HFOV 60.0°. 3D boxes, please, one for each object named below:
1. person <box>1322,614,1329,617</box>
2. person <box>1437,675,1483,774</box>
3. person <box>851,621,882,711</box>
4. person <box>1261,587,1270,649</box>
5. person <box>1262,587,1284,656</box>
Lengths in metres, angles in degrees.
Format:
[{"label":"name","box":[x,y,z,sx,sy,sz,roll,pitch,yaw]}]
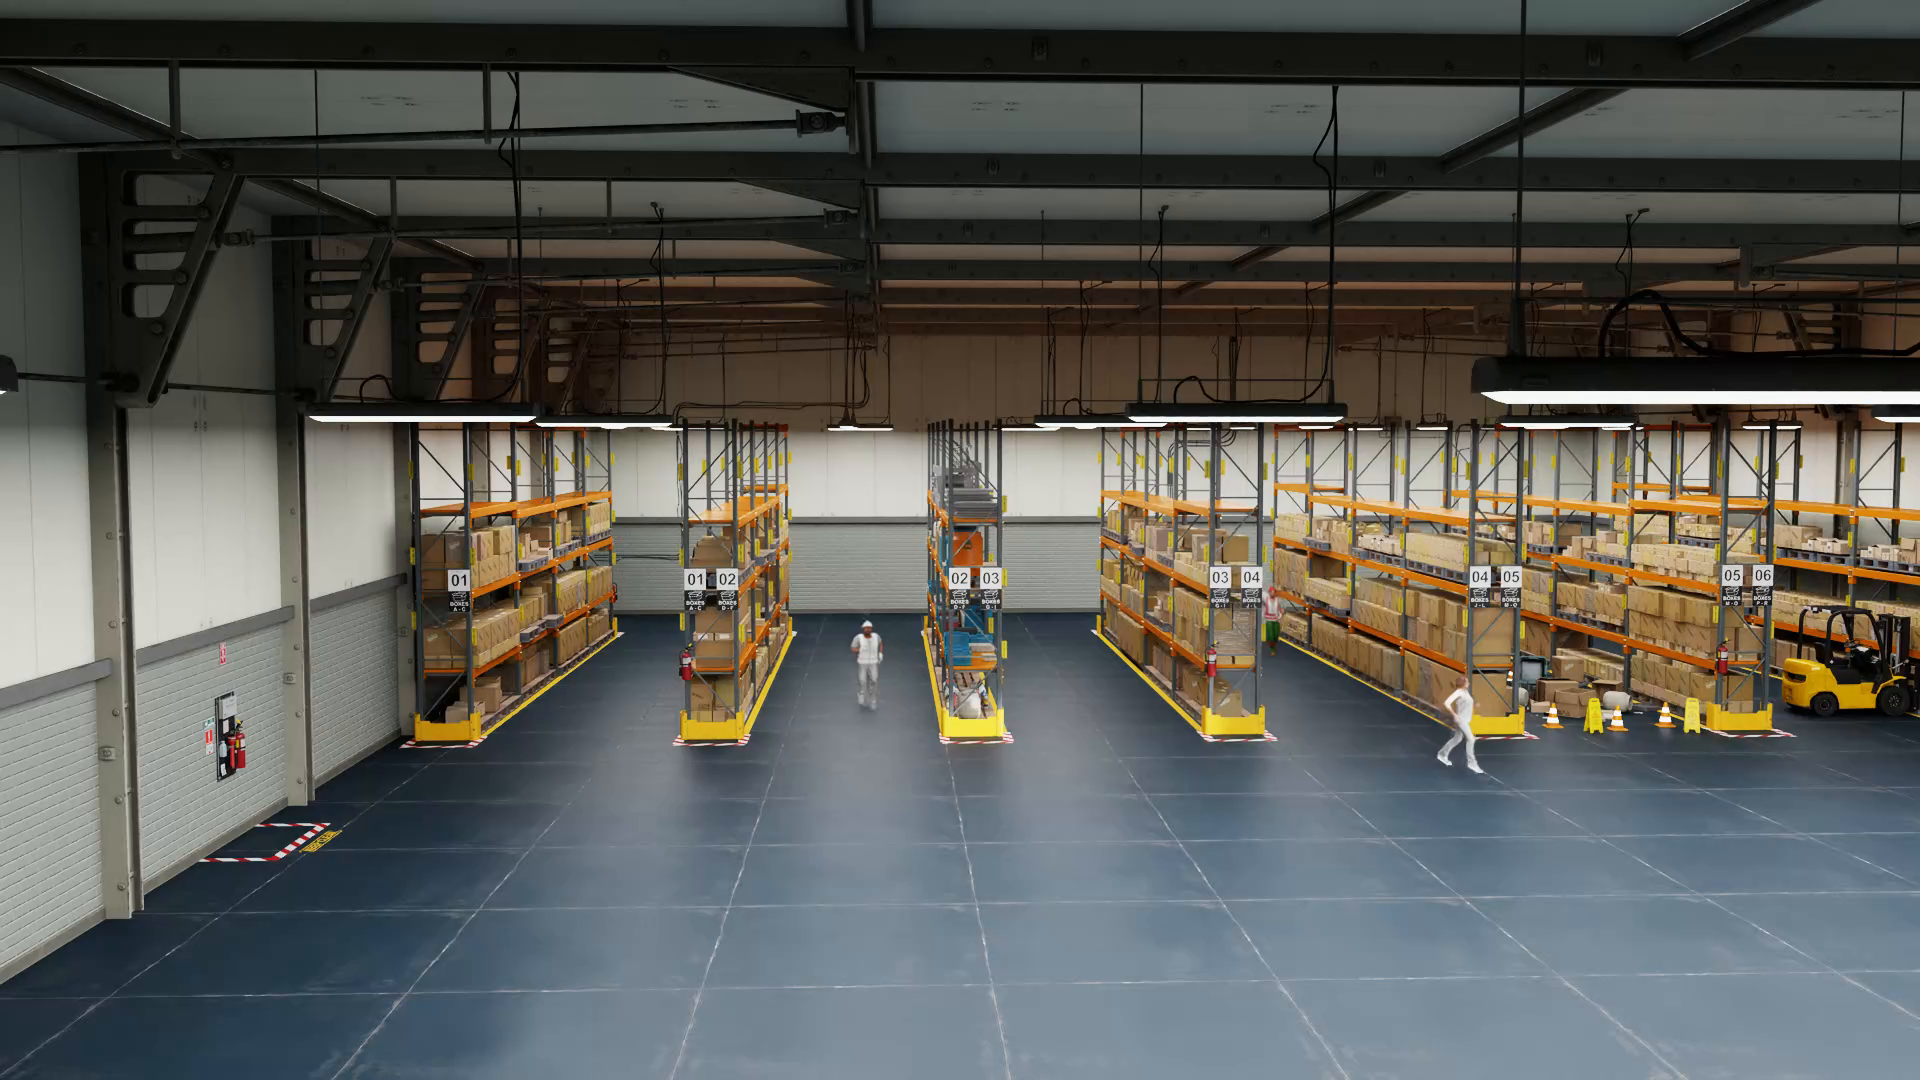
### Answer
[{"label":"person","box":[10.602,1.761,48.396,0.682,1.800,0.714,-2,4,-32]},{"label":"person","box":[8.487,3.102,28.172,0.790,1.626,0.519,2,4,28]},{"label":"person","box":[-1.942,2.589,34.626,0.704,1.812,0.906,-1,4,-14]},{"label":"person","box":[7.992,2.038,44.122,0.764,1.728,0.706,0,4,-5]},{"label":"person","box":[8.042,2.092,42.964,0.667,1.767,0.740,0,4,0]}]
